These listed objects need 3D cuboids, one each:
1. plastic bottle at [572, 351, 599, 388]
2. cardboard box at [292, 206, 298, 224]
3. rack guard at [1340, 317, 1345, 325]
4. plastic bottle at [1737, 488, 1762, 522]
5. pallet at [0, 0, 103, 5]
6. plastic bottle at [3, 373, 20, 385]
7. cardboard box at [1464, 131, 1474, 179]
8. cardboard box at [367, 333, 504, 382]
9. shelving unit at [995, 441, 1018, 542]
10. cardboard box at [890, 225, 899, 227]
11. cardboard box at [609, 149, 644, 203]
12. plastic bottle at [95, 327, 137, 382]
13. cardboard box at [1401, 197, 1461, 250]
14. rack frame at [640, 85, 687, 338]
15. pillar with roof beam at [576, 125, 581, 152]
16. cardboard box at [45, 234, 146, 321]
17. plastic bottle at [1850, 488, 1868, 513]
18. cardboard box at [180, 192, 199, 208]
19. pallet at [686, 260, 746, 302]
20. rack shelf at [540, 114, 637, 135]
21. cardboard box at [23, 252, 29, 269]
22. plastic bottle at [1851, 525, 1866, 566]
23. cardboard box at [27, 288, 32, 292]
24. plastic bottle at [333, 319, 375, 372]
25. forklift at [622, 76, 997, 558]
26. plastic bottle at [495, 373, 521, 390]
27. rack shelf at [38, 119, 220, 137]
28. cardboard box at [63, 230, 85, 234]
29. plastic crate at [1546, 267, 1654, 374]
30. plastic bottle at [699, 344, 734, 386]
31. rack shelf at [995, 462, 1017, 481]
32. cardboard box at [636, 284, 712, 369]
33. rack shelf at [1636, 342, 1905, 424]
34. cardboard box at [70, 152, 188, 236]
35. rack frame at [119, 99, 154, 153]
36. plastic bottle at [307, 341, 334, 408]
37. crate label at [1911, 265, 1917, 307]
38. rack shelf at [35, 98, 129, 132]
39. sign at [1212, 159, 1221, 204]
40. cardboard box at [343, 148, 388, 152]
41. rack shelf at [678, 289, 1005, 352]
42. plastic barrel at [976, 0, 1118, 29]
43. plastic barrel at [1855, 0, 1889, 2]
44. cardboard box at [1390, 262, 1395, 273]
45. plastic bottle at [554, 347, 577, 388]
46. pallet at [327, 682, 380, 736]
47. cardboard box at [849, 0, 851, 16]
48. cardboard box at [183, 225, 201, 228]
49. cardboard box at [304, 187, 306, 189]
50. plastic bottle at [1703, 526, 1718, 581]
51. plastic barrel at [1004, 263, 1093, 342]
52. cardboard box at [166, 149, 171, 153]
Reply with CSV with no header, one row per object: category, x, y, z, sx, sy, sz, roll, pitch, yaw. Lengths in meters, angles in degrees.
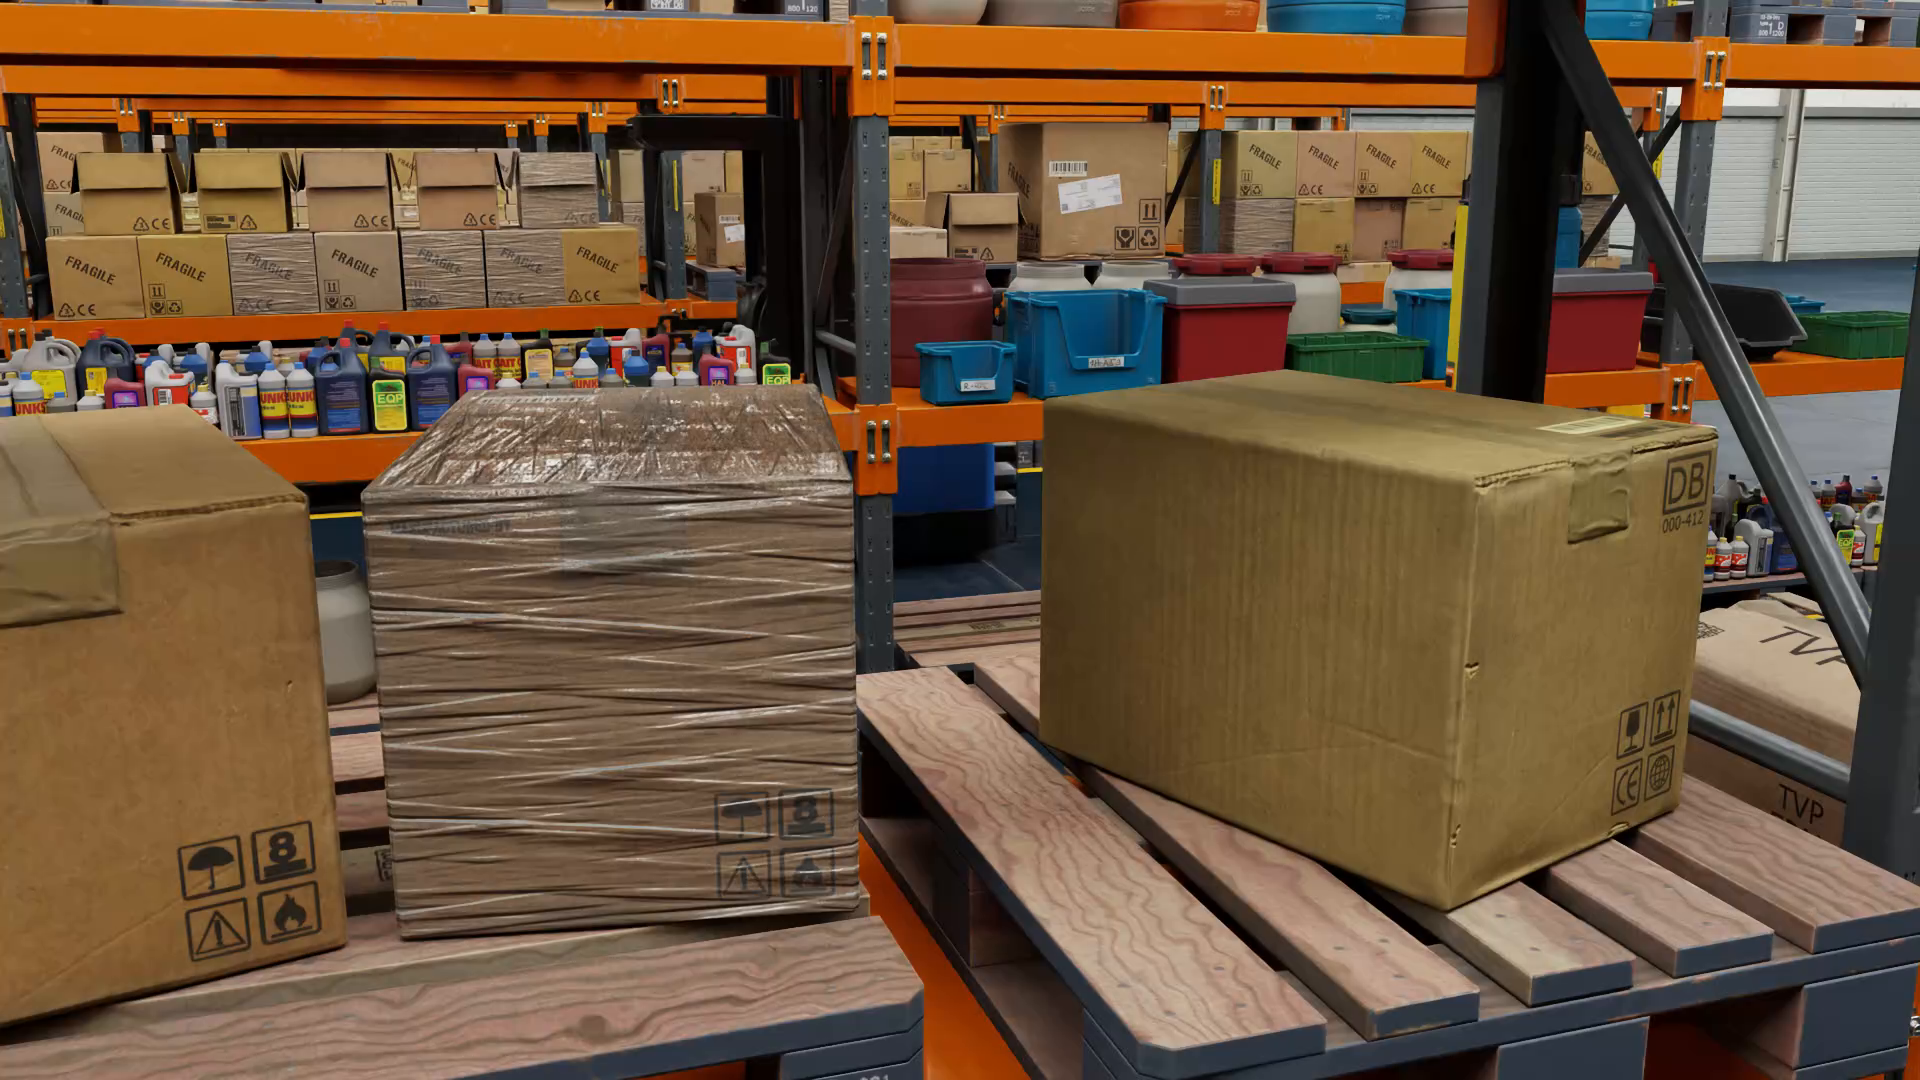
plastic bottle,-1.444,-0.591,6.425,0.097,0.271,0.097,0,13,0
cardboard box,-6.095,-2.927,14.959,0.250,0.149,0.380,-5,14,-20
rack guard,4.045,-2.385,19.091,0.348,0.500,1.175,-4,14,-18
plastic bottle,4.361,-0.144,9.184,0.133,0.283,0.061,-4,14,-18
pallet,-3.573,-1.979,5.907,1.003,0.211,1.213,-4,14,-18
plastic bottle,-3.611,-0.537,6.347,0.097,0.201,0.097,0,13,0
cardboard box,4.120,-3.015,13.316,0.500,0.500,0.500,-4,14,-18
cardboard box,-3.581,-0.974,11.440,0.875,0.875,1.225,-4,14,-18
shelving unit,0.216,-0.448,10.083,0.210,0.900,0.258,-3,14,-13
cardboard box,-0.579,-2.235,12.441,0.258,0.266,0.396,-5,14,-20
cardboard box,-3.131,-3.575,16.315,0.500,0.500,0.700,-5,14,-18
plastic bottle,-3.343,-0.662,6.549,0.185,0.351,0.144,-4,14,-18
cardboard box,3.578,-2.538,13.473,0.500,0.500,0.875,-4,14,-18
rack frame,-2.073,-1.914,11.707,0.127,3.000,1.000,-4,14,-18
pillar with roof beam,-4.500,-7.444,21.992,0.400,9.000,9.100,-4,14,-18
cardboard box,-5.349,-1.647,10.367,0.500,0.500,0.500,-4,14,-18
plastic bottle,5.173,-0.198,9.588,0.097,0.201,0.097,0,13,0
cardboard box,-6.831,-3.014,14.681,0.250,0.149,0.380,-4,14,-15
pallet,-1.432,-1.897,12.049,1.003,0.211,1.213,-4,14,-18
rack shelf,-3.339,-5.344,21.202,4.000,0.370,1.077,-4,14,-18
cardboard box,-8.029,-2.470,14.587,0.250,0.149,0.380,-4,14,-16
plastic bottle,4.649,0.026,8.647,0.097,0.201,0.097,0,13,0
cardboard box,-12.970,-3.653,23.511,0.500,0.500,0.700,-4,14,-16
plastic bottle,-2.474,-0.729,6.834,0.185,0.351,0.144,-4,14,-18
forklift,-1.359,-1.342,9.452,3.031,2.935,1.130,-3,14,-13
plastic bottle,-1.721,-0.536,6.343,0.097,0.201,0.097,0,13,0
rack shelf,-12.507,-5.842,23.295,4.000,0.370,1.077,-4,14,-18
cardboard box,-5.508,-1.762,10.852,0.500,0.500,0.500,-4,14,-18
plastic crate,2.936,-1.051,7.942,0.583,0.464,0.402,-4,14,-18
plastic bottle,-0.960,-0.630,6.563,0.133,0.283,0.061,-4,14,-18
rack shelf,0.216,-0.416,10.091,0.200,0.077,0.258,-3,14,-13
cardboard box,-2.954,-2.144,16.630,0.750,0.750,1.050,-5,14,-19
rack shelf,5.193,-0.921,9.085,4.000,0.370,1.077,-4,14,-18
cardboard box,-5.262,-2.204,10.544,0.637,0.503,0.797,-5,14,-20
rack frame,-7.351,-2.714,15.071,0.127,3.000,1.000,-4,14,-18
plastic bottle,-2.596,-0.672,6.765,0.097,0.271,0.097,0,13,0
crate label,5.430,-1.240,8.798,0.616,0.435,0.502,-4,14,-18
rack shelf,-9.246,-3.676,14.186,4.000,0.370,1.077,-4,14,-18
sign,1.898,-2.651,12.304,0.005,0.325,0.100,-4,14,-18
cardboard box,-7.079,-4.416,19.851,0.500,0.500,0.500,-5,14,-19
rack shelf,-0.178,-1.712,12.411,4.000,0.370,1.077,-4,14,-18
plastic barrel,0.354,-2.544,6.790,0.600,0.901,0.600,0,13,0
plastic barrel,4.275,-3.080,8.138,0.708,0.901,0.600,-4,14,-18
cardboard box,3.435,-2.151,13.245,0.250,0.149,0.380,-4,14,-18
plastic bottle,-1.691,-0.723,7.132,0.097,0.201,0.097,0,13,0
pallet,-2.382,0.685,6.805,1.213,0.211,1.003,-4,14,-18
cardboard box,-0.590,-3.719,11.516,0.500,0.500,0.500,-5,14,-20
cardboard box,-6.831,-2.724,14.749,0.250,0.149,0.380,-5,14,-21
cardboard box,-6.050,-3.233,15.604,0.250,0.149,0.380,-5,14,-20
plastic bottle,3.739,0.063,8.341,0.097,0.271,0.097,0,13,0
plastic barrel,0.413,-1.005,7.644,0.421,0.512,0.421,0,13,0
cardboard box,-9.554,-4.345,19.552,0.500,0.500,0.500,-4,14,-18
